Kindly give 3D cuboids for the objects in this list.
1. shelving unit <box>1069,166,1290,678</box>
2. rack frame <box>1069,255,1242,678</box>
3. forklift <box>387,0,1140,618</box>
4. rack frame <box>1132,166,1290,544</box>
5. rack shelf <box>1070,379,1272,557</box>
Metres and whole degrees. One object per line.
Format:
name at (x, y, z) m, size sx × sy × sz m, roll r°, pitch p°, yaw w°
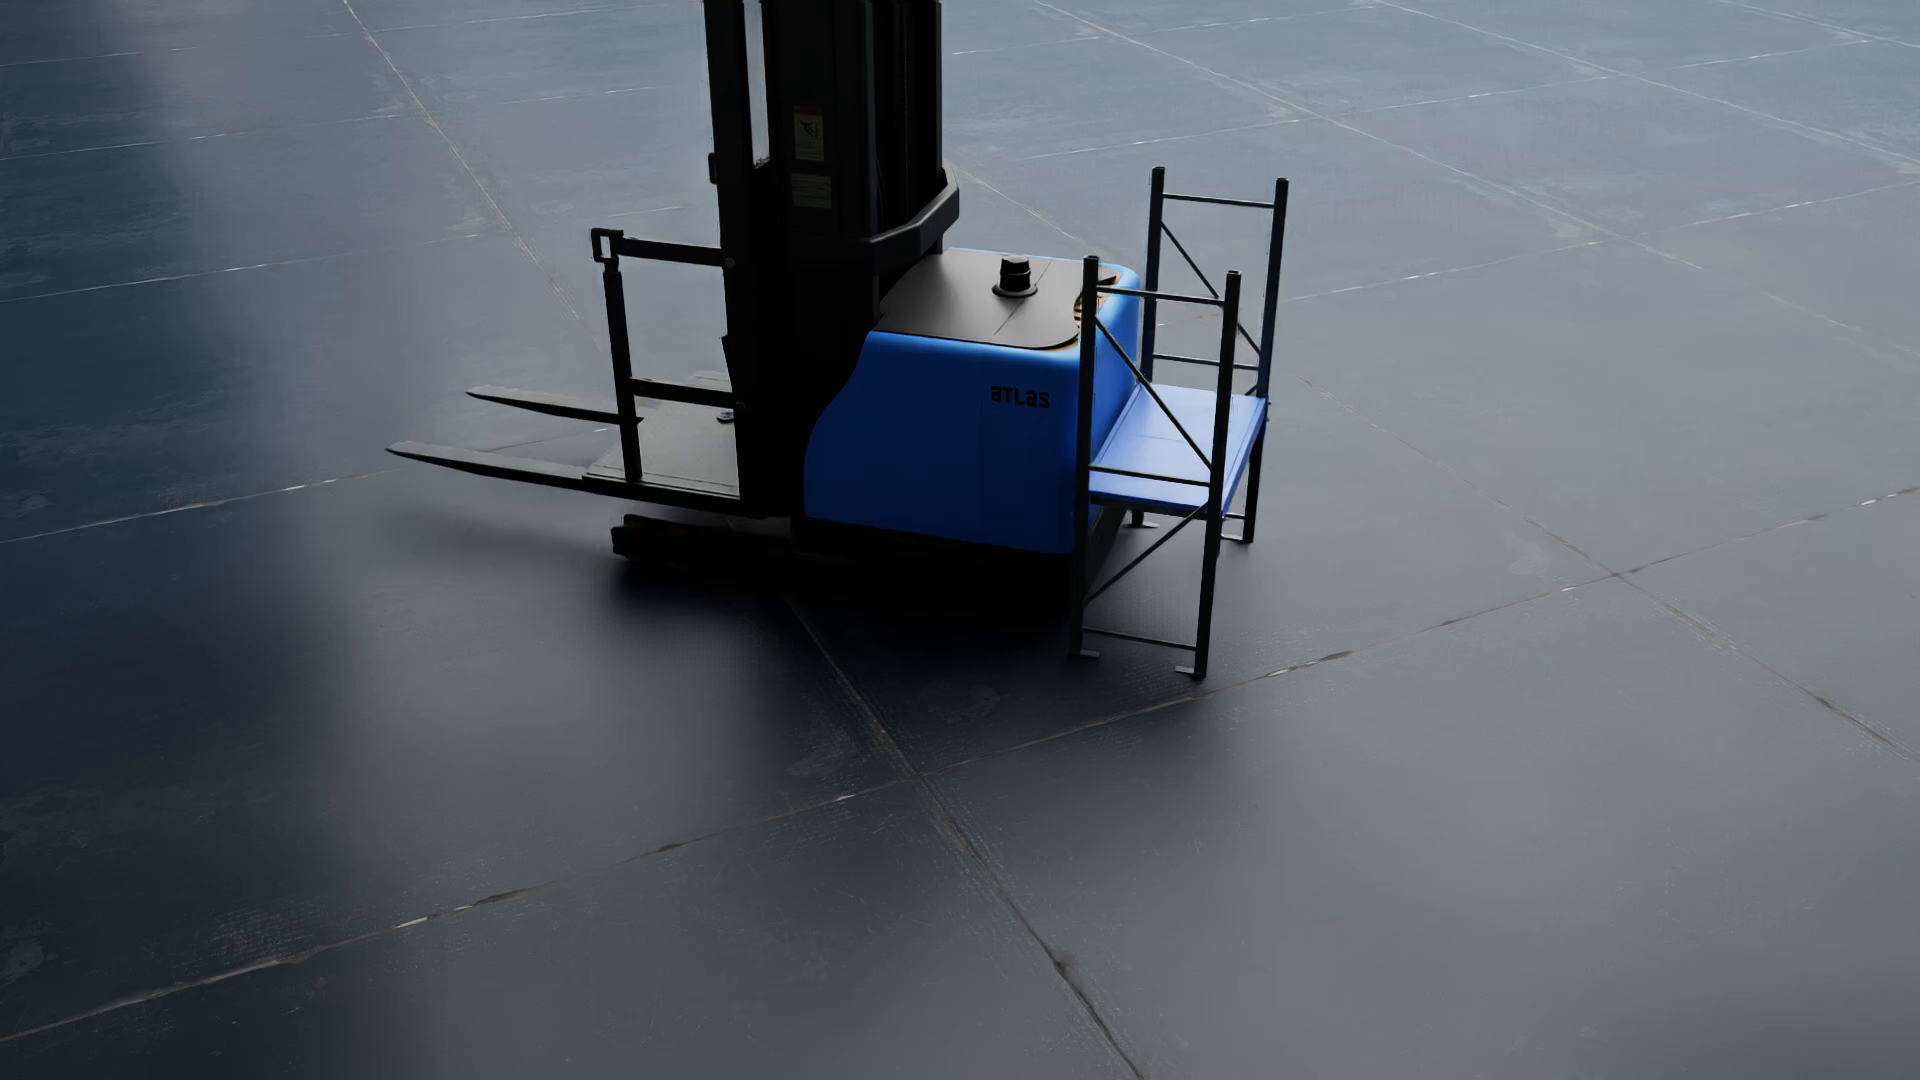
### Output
shelving unit at (0.793, -0.449, 6.017) m, size 0.538 × 1.500 × 1.048 m, roll 9°, pitch 31°, yaw 16°
rack frame at (0.635, -0.212, 5.595) m, size 0.500 × 1.500 × 0.032 m, roll 9°, pitch 31°, yaw 16°
forklift at (-0.863, -1.399, 6.248) m, size 3.031 × 2.935 × 1.130 m, roll 9°, pitch 30°, yaw 15°
rack frame at (0.951, -0.685, 6.438) m, size 0.500 × 1.500 × 0.032 m, roll 9°, pitch 31°, yaw 16°
rack shelf at (0.793, -0.292, 6.105) m, size 0.538 × 0.185 × 1.000 m, roll 9°, pitch 31°, yaw 16°
